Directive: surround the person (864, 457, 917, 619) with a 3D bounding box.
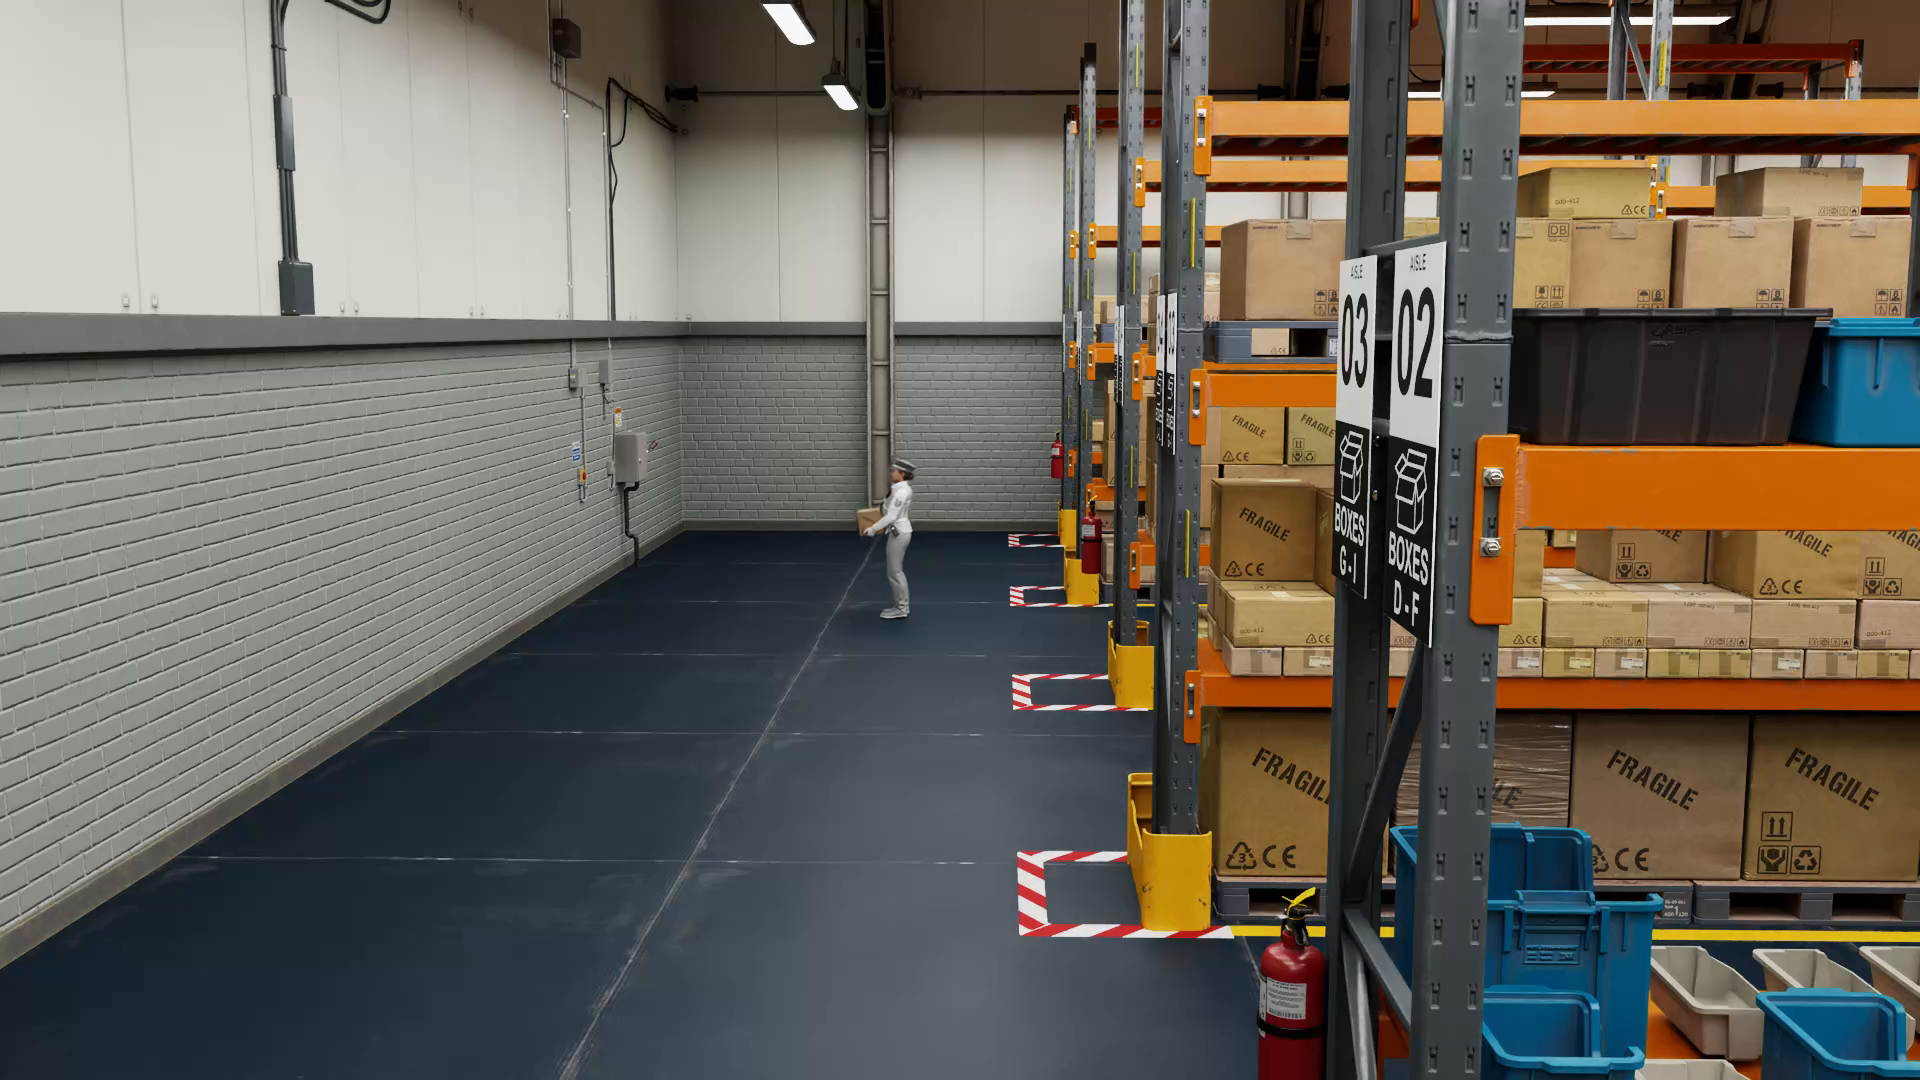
[{"bbox_3d":[-0.727,-0.029,17.436,0.547,1.681,0.455,0,7,2],"label":"person"}]
